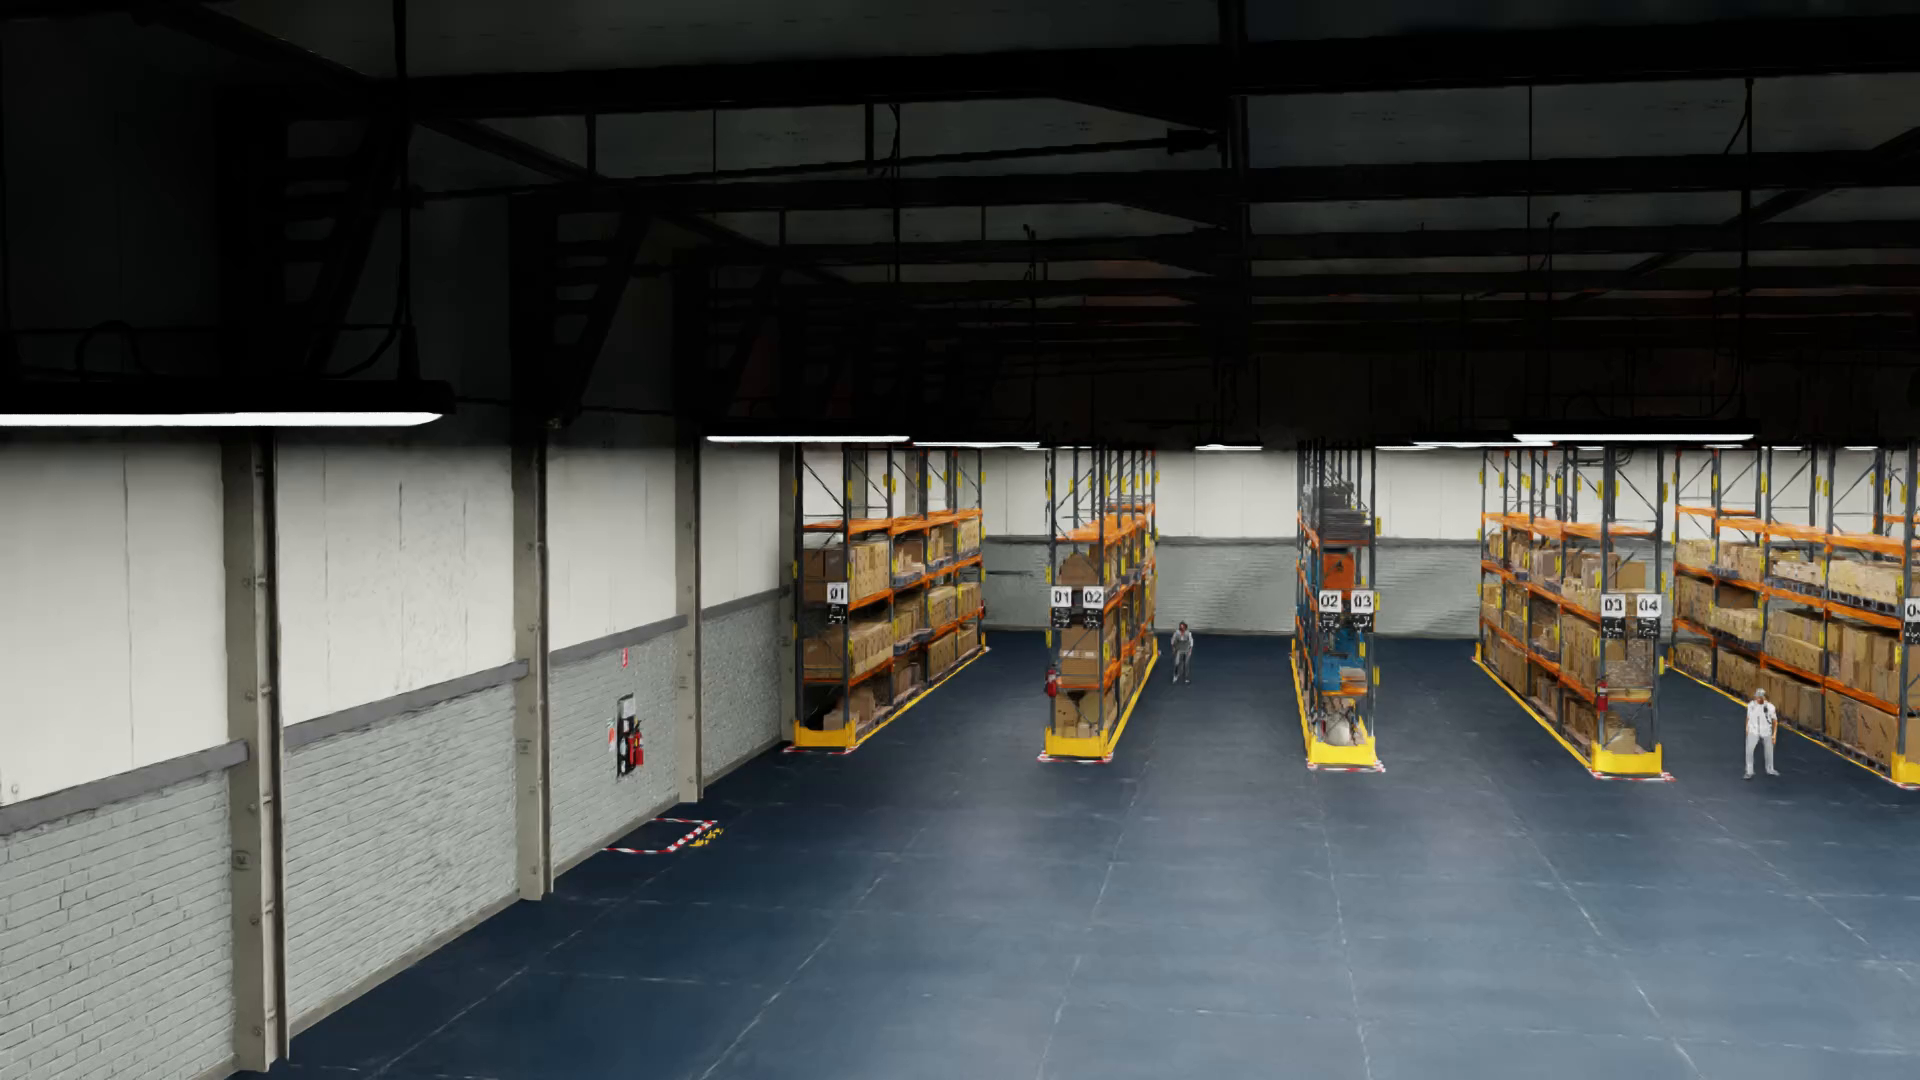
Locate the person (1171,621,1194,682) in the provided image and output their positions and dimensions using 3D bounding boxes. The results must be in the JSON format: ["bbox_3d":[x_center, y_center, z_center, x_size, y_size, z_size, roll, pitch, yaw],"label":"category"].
[{"bbox_3d":[5.525,2.771,41.361,0.566,1.541,0.519,0,3,7],"label":"person"}]

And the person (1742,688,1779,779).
[{"bbox_3d":[14.053,3.376,29.152,0.531,1.600,0.944,2,4,31],"label":"person"}]
